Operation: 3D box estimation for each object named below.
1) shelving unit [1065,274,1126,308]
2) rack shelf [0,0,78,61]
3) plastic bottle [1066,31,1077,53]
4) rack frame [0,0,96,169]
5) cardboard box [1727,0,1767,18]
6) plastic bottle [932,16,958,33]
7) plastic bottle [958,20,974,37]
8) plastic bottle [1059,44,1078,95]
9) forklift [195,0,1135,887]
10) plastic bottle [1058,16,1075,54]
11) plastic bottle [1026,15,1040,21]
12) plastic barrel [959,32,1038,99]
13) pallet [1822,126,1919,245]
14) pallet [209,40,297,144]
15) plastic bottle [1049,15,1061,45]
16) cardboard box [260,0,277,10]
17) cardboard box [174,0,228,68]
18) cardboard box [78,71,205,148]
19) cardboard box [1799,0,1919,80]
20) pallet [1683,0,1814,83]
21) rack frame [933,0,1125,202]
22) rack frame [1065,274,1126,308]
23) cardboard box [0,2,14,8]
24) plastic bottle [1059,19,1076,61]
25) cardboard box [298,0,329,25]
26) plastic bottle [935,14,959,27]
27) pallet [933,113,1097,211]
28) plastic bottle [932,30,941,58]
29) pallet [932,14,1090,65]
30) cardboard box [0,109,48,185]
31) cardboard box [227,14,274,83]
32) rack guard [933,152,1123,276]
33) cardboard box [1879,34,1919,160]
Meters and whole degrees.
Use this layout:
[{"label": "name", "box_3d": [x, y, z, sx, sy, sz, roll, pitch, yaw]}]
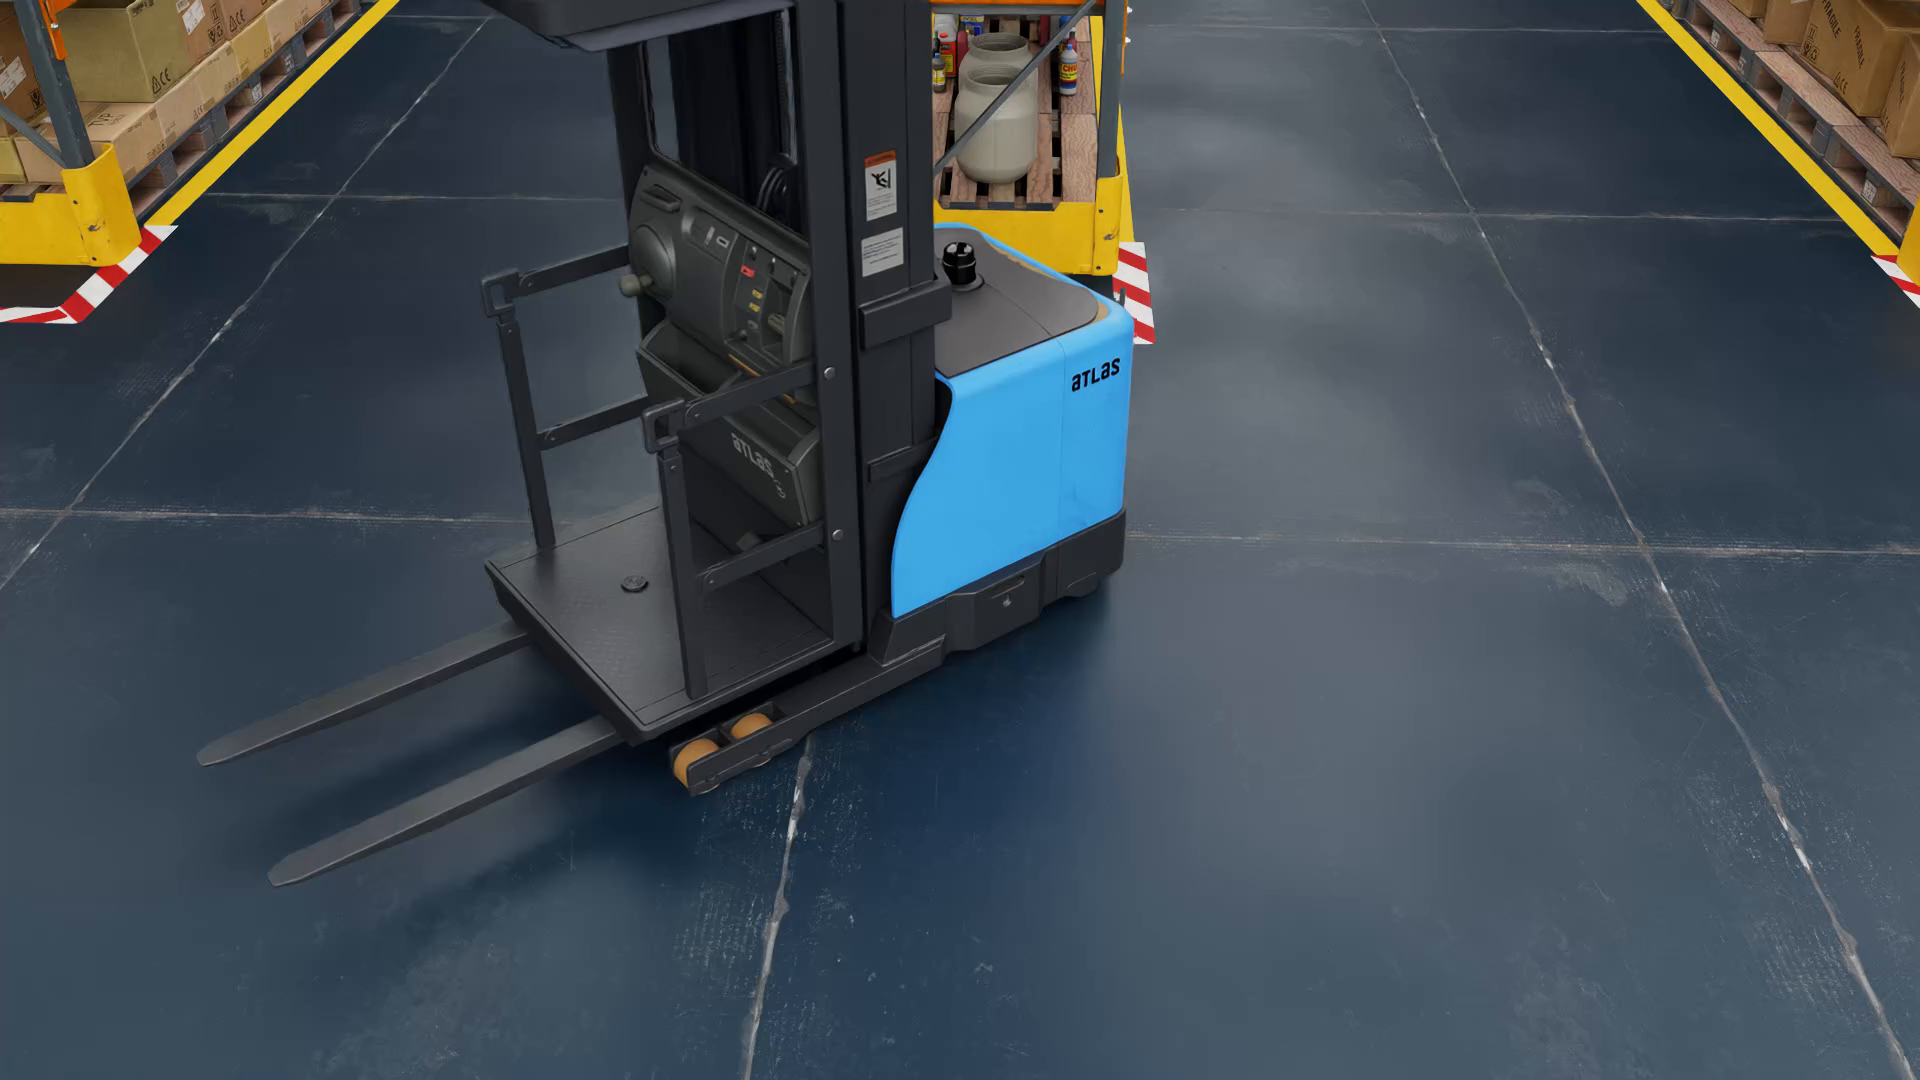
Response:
[{"label": "shelving unit", "box_3d": [0.441, -0.516, 6.202, 0.258, 0.900, 0.210, 17, 39, 23]}, {"label": "rack shelf", "box_3d": [-4.636, -3.548, 9.316, 1.077, 0.370, 4.000, 1, 35, 2]}, {"label": "plastic bottle", "box_3d": [0.644, -2.810, 9.619, 0.061, 0.283, 0.133, 2, 35, 3]}, {"label": "rack frame", "box_3d": [-4.716, -2.694, 7.474, 1.000, 3.000, 0.127, 1, 35, 2]}, {"label": "cardboard box", "box_3d": [5.287, -3.681, 10.688, 0.500, 0.500, 0.500, 0, 35, 0]}, {"label": "plastic bottle", "box_3d": [-0.088, -2.932, 9.799, 0.152, 0.276, 0.135, 0, 35, 1]}, {"label": "plastic bottle", "box_3d": [0.037, -3.019, 9.988, 0.097, 0.201, 0.097, 0, 35, 0]}, {"label": "plastic bottle", "box_3d": [0.617, -2.675, 9.438, 0.097, 0.271, 0.097, 0, 35, 0]}, {"label": "forklift", "box_3d": [-0.882, -0.762, 4.785, 3.031, 2.935, 1.130, -24, 42, -30]}, {"label": "plastic bottle", "box_3d": [0.643, -3.046, 9.966, 0.097, 0.271, 0.097, 0, 35, 0]}, {"label": "plastic bottle", "box_3d": [0.499, -3.443, 10.526, 0.152, 0.276, 0.135, 1, 35, 2]}, {"label": "plastic barrel", "box_3d": [0.203, -2.399, 8.853, 0.421, 0.512, 0.421, 0, 35, 0]}, {"label": "pallet", "box_3d": [5.253, -1.831, 8.672, 1.003, 0.211, 1.213, 1, 35, 2]}, {"label": "pallet", "box_3d": [-4.676, -2.692, 9.897, 1.003, 0.211, 1.213, 1, 35, 2]}, {"label": "plastic bottle", "box_3d": [0.625, -3.175, 10.145, 0.152, 0.276, 0.135, 2, 35, 3]}, {"label": "cardboard box", "box_3d": [-4.404, -3.500, 9.995, 0.500, 0.500, 0.500, 1, 35, 2]}, {"label": "cardboard box", "box_3d": [-4.447, -2.925, 9.177, 0.500, 0.500, 0.500, 1, 35, 2]}, {"label": "cardboard box", "box_3d": [-4.456, -2.331, 8.984, 0.500, 0.250, 0.500, 1, 35, 2]}, {"label": "cardboard box", "box_3d": [5.325, -2.993, 9.709, 0.500, 0.500, 0.500, -2, 35, -2]}, {"label": "pallet", "box_3d": [5.351, -3.233, 10.667, 1.003, 0.211, 1.213, 1, 35, 2]}, {"label": "rack frame", "box_3d": [0.233, -2.577, 7.308, 1.000, 3.000, 0.127, 1, 35, 2]}, {"label": "rack frame", "box_3d": [0.490, -0.568, 6.276, 0.240, 0.900, 0.006, 17, 39, 23]}, {"label": "cardboard box", "box_3d": [-4.967, -2.937, 9.194, 0.500, 0.500, 0.500, 1, 35, 2]}, {"label": "plastic bottle", "box_3d": [0.635, -2.930, 9.800, 0.097, 0.271, 0.097, 0, 35, 0]}, {"label": "cardboard box", "box_3d": [-4.386, -3.480, 10.619, 0.500, 0.250, 0.500, 1, 35, 2]}, {"label": "plastic bottle", "box_3d": [-0.078, -3.165, 10.065, 0.144, 0.351, 0.185, 1, 35, 2]}, {"label": "pallet", "box_3d": [0.227, -1.948, 8.838, 1.003, 0.211, 1.213, 1, 35, 2]}, {"label": "plastic bottle", "box_3d": [-0.145, -2.779, 9.575, 0.061, 0.283, 0.133, 2, 35, 3]}, {"label": "pallet", "box_3d": [0.325, -3.349, 10.832, 1.003, 0.211, 1.213, 1, 35, 2]}, {"label": "cardboard box", "box_3d": [-4.990, -2.055, 8.592, 0.500, 0.250, 0.500, 1, 35, 2]}, {"label": "cardboard box", "box_3d": [-4.411, -2.905, 9.801, 0.500, 0.250, 0.500, 1, 35, 2]}, {"label": "rack guard", "box_3d": [0.189, -1.599, 8.091, 1.175, 0.500, 0.348, 1, 35, 2]}, {"label": "cardboard box", "box_3d": [5.213, -2.314, 8.743, 0.500, 0.500, 0.500, 10, 36, 14]}]
